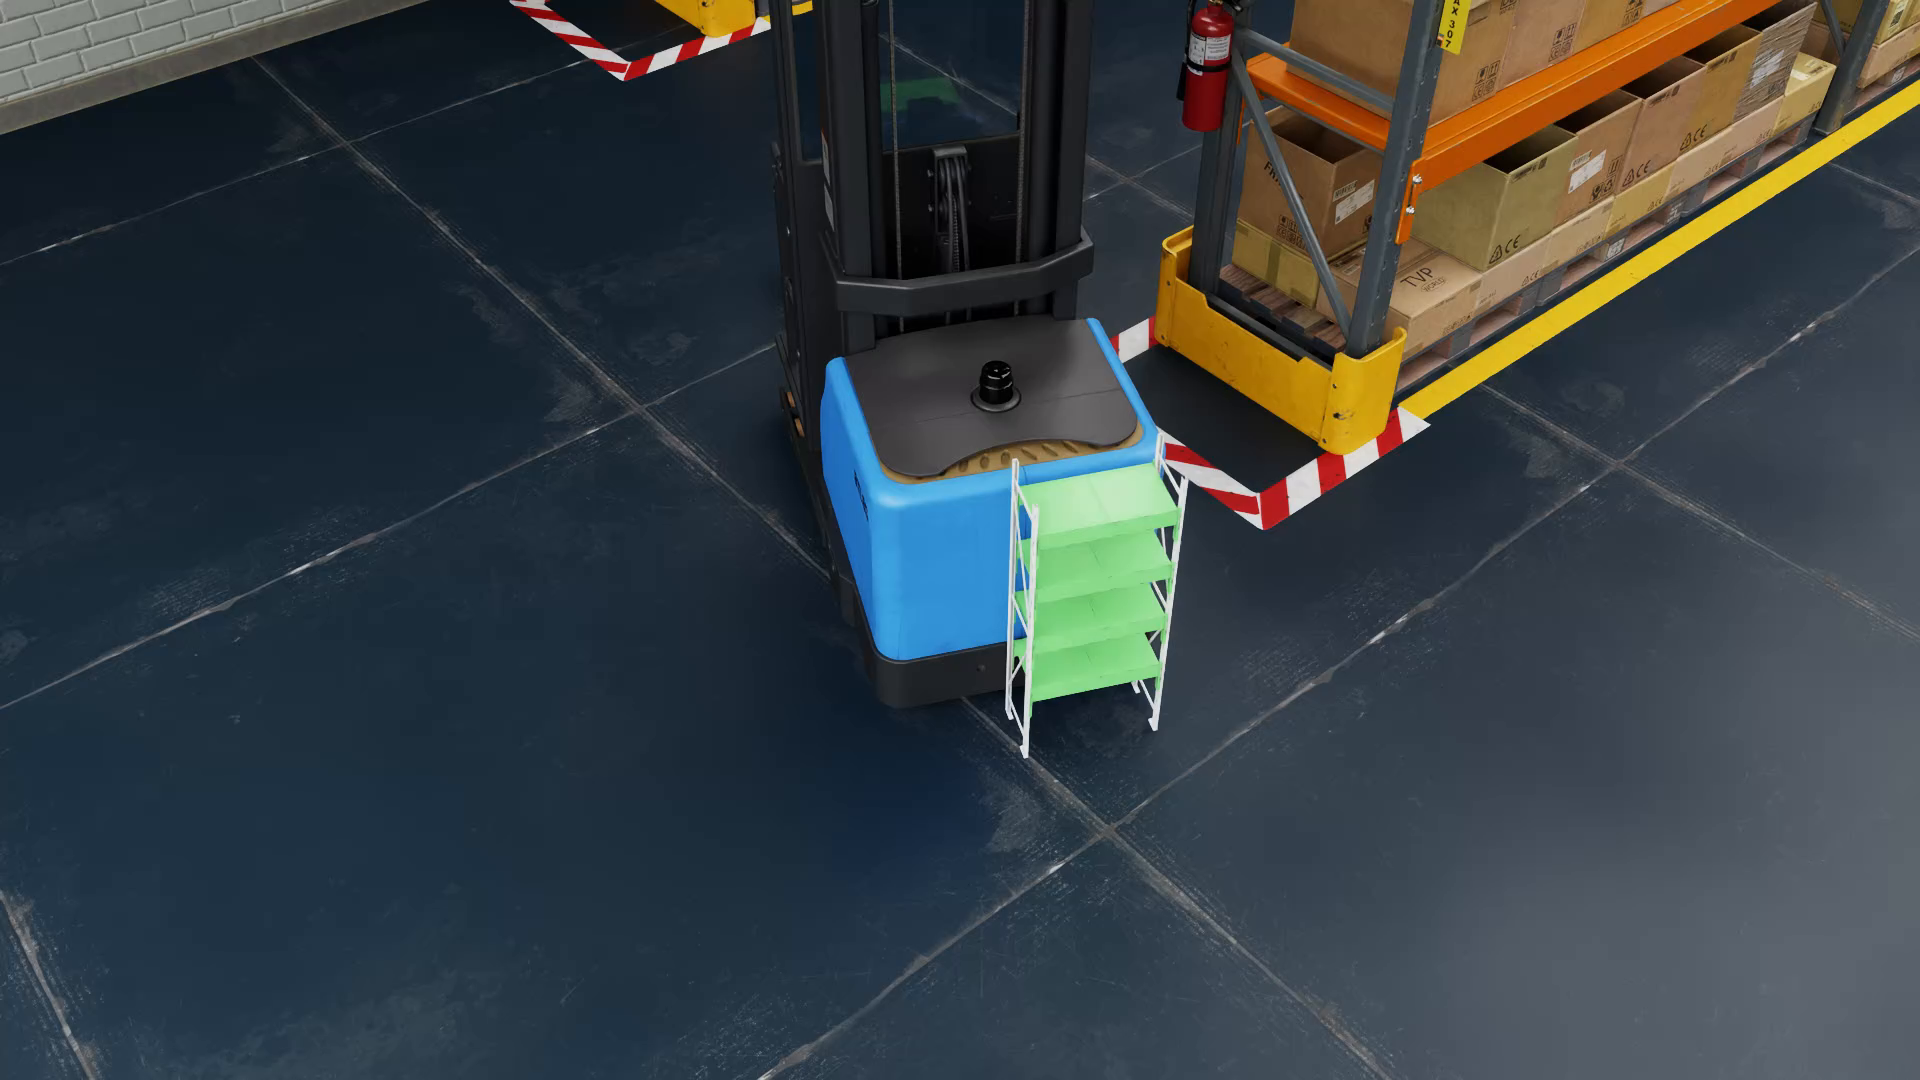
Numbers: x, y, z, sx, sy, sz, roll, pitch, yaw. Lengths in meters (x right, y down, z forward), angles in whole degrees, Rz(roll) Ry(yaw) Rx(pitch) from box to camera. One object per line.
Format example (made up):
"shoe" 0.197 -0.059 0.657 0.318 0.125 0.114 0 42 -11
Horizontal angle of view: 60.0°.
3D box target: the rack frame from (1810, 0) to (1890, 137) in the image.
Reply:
"rack frame" 4.471 -3.589 8.380 0.127 3.000 1.000 -30 51 -28

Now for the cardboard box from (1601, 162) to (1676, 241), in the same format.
"cardboard box" 3.109 -1.759 8.134 0.500 0.250 0.500 -30 51 -28

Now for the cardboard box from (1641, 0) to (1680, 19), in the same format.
"cardboard box" 2.955 -2.748 7.412 0.500 0.500 0.700 -28 50 -27

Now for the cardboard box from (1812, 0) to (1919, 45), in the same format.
"cardboard box" 4.948 -2.995 9.040 0.500 0.311 0.500 -30 51 -28

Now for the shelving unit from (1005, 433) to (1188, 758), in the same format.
"shelving unit" 0.440 0.216 5.643 0.503 1.200 0.258 -10 44 -11

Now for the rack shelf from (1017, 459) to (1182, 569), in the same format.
"rack shelf" 0.440 -0.087 5.358 0.480 0.148 0.258 -10 44 -11

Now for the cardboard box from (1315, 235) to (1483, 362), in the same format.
"cardboard box" 1.957 -1.101 7.433 0.500 0.250 0.500 -30 51 -28

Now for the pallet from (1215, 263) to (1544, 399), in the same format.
"pallet" 1.963 -1.173 7.845 1.213 0.211 1.003 -30 51 -28

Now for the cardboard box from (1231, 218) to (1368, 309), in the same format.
"cardboard box" 1.625 -1.373 7.723 0.500 0.250 0.500 -30 51 -28

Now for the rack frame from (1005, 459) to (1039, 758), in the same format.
"rack frame" 0.204 0.260 5.597 0.015 1.200 0.240 -10 44 -11

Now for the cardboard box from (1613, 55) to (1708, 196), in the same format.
"cardboard box" 3.109 -2.032 7.877 0.500 0.500 0.500 -30 51 -28

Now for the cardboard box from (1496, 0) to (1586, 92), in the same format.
"cardboard box" 2.169 -2.300 6.935 0.500 0.500 0.700 -28 50 -27

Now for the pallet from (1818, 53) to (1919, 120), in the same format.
"pallet" 5.011 -2.916 9.701 1.213 0.211 1.003 -30 51 -28

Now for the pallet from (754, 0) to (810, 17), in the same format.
"pallet" -1.074 -3.787 10.628 1.213 0.211 1.003 -30 51 -28

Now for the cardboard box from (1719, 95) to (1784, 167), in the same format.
"cardboard box" 3.866 -2.207 8.610 0.500 0.250 0.500 -30 51 -28

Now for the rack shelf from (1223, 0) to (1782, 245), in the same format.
"rack shelf" 2.937 -2.448 7.691 4.000 0.370 1.077 -30 51 -28

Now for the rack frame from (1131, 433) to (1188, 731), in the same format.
"rack frame" 0.675 0.173 5.690 0.015 1.200 0.240 -10 44 -11

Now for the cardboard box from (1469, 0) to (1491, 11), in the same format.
"cardboard box" 1.842 -2.164 6.316 0.250 0.149 0.380 -30 51 -28

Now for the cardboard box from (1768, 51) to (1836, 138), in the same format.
"cardboard box" 4.256 -2.421 8.839 0.500 0.250 0.500 -30 51 -28

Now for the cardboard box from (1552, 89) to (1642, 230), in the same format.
"cardboard box" 2.715 -1.822 7.653 0.500 0.500 0.500 -30 51 -28

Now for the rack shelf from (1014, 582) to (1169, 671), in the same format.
"rack shelf" 0.440 0.263 5.687 0.480 0.148 0.258 -10 44 -11

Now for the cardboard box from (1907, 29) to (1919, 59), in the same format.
"cardboard box" 5.332 -3.010 9.466 0.500 0.250 0.500 -29 50 -27

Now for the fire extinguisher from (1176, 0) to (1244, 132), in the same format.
"fire extinguisher" 1.014 -1.996 6.740 0.183 0.674 0.296 -30 51 -28

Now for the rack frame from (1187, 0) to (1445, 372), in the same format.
"rack frame" 1.403 -1.832 6.509 0.127 3.000 1.000 -30 51 -28

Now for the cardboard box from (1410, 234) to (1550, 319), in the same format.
"cardboard box" 2.338 -1.323 7.669 0.500 0.250 0.500 -30 51 -28

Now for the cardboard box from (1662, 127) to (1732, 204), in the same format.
"cardboard box" 3.492 -1.979 8.368 0.500 0.250 0.500 -30 51 -28

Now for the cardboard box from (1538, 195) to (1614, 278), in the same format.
"cardboard box" 2.722 -1.542 7.903 0.500 0.250 0.500 -30 51 -28

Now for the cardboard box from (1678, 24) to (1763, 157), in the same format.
"cardboard box" 3.484 -2.259 8.119 0.500 0.500 0.500 -30 51 -28

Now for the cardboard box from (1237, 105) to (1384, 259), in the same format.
"cardboard box" 1.623 -1.648 7.467 0.500 0.500 0.500 -30 51 -28

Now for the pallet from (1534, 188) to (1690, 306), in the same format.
"pallet" 2.898 -1.706 8.413 1.213 0.211 1.003 -30 51 -28

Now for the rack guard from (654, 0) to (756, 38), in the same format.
"rack guard" -1.720 -3.554 10.169 0.348 0.500 1.175 -30 51 -28

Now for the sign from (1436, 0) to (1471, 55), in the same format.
"sign" 1.754 -1.882 5.873 0.005 0.325 0.100 -30 51 -28

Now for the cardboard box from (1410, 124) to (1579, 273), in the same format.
"cardboard box" 2.339 -1.595 7.412 0.500 0.500 0.500 -30 51 -28

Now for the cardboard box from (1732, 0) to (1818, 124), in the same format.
"cardboard box" 3.865 -2.481 8.355 0.500 0.500 0.500 -30 51 -28

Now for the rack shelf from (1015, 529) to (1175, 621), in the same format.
"rack shelf" 0.440 0.088 5.523 0.480 0.148 0.258 -10 44 -11

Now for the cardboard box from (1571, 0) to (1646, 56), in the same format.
"cardboard box" 2.554 -2.515 7.164 0.500 0.500 0.700 -29 51 -28

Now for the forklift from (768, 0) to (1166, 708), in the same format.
"forklift" -0.159 -1.486 6.191 1.130 2.935 3.031 -10 44 -11

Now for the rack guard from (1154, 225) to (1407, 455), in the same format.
"rack guard" 1.384 -0.910 7.354 0.348 0.500 1.175 -30 51 -28

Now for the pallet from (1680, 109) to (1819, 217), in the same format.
"pallet" 3.834 -2.245 8.986 1.213 0.211 1.003 -30 51 -28

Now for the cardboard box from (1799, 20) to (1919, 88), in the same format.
"cardboard box" 4.939 -2.787 9.228 0.500 0.250 0.500 -31 51 -29

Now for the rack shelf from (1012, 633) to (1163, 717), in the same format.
"rack shelf" 0.440 0.438 5.851 0.480 0.148 0.258 -10 44 -11

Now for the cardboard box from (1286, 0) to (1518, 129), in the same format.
"cardboard box" 1.769 -2.067 6.686 0.500 0.500 0.700 -30 51 -28
